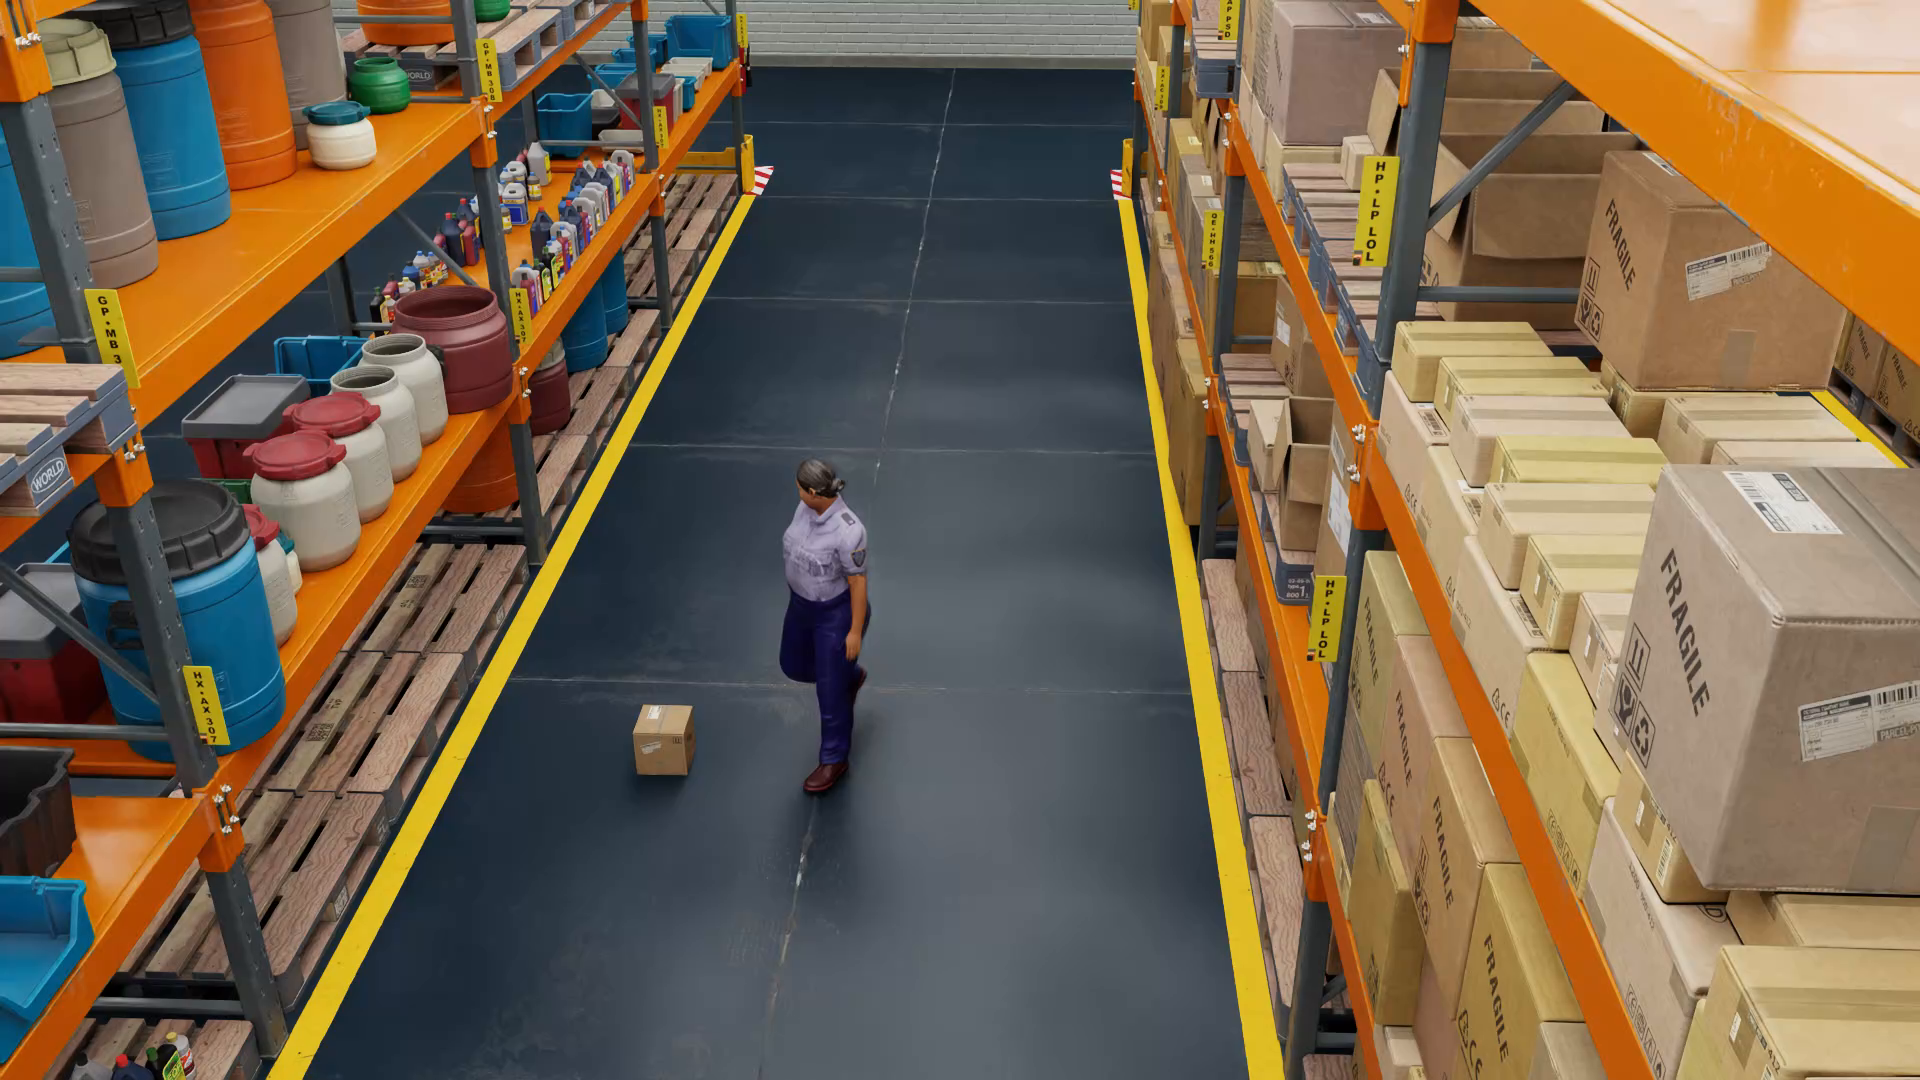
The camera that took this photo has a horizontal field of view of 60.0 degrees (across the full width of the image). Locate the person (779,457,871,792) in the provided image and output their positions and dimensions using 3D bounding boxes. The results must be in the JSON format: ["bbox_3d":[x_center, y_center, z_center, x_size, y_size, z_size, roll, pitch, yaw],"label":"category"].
[{"bbox_3d":[-0.615,0.338,7.987,0.672,1.635,0.512,-23,36,-36],"label":"person"}]
